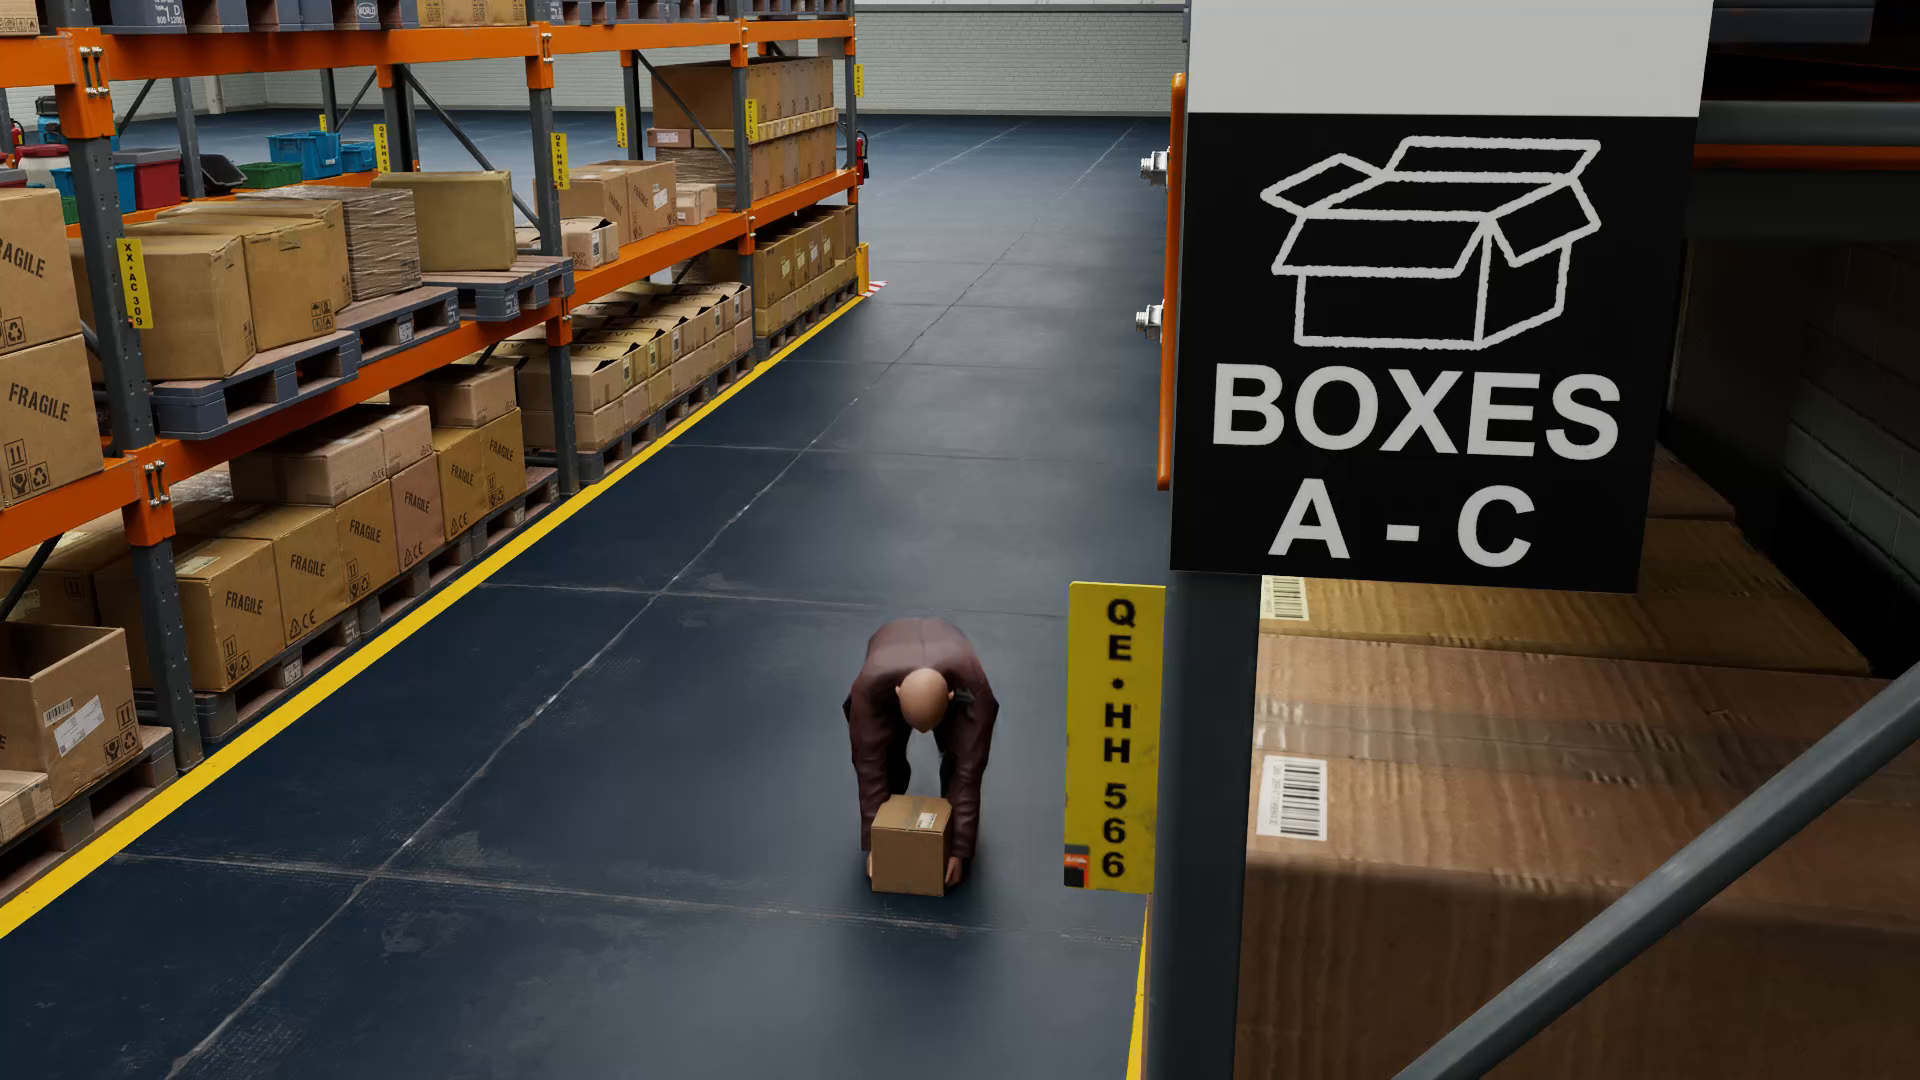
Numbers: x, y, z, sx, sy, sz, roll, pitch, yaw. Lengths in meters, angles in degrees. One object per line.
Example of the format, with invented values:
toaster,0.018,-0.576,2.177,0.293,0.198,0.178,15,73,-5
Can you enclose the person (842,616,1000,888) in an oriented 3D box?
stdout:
person,-0.147,0.707,6.022,0.577,0.804,0.953,1,18,3
